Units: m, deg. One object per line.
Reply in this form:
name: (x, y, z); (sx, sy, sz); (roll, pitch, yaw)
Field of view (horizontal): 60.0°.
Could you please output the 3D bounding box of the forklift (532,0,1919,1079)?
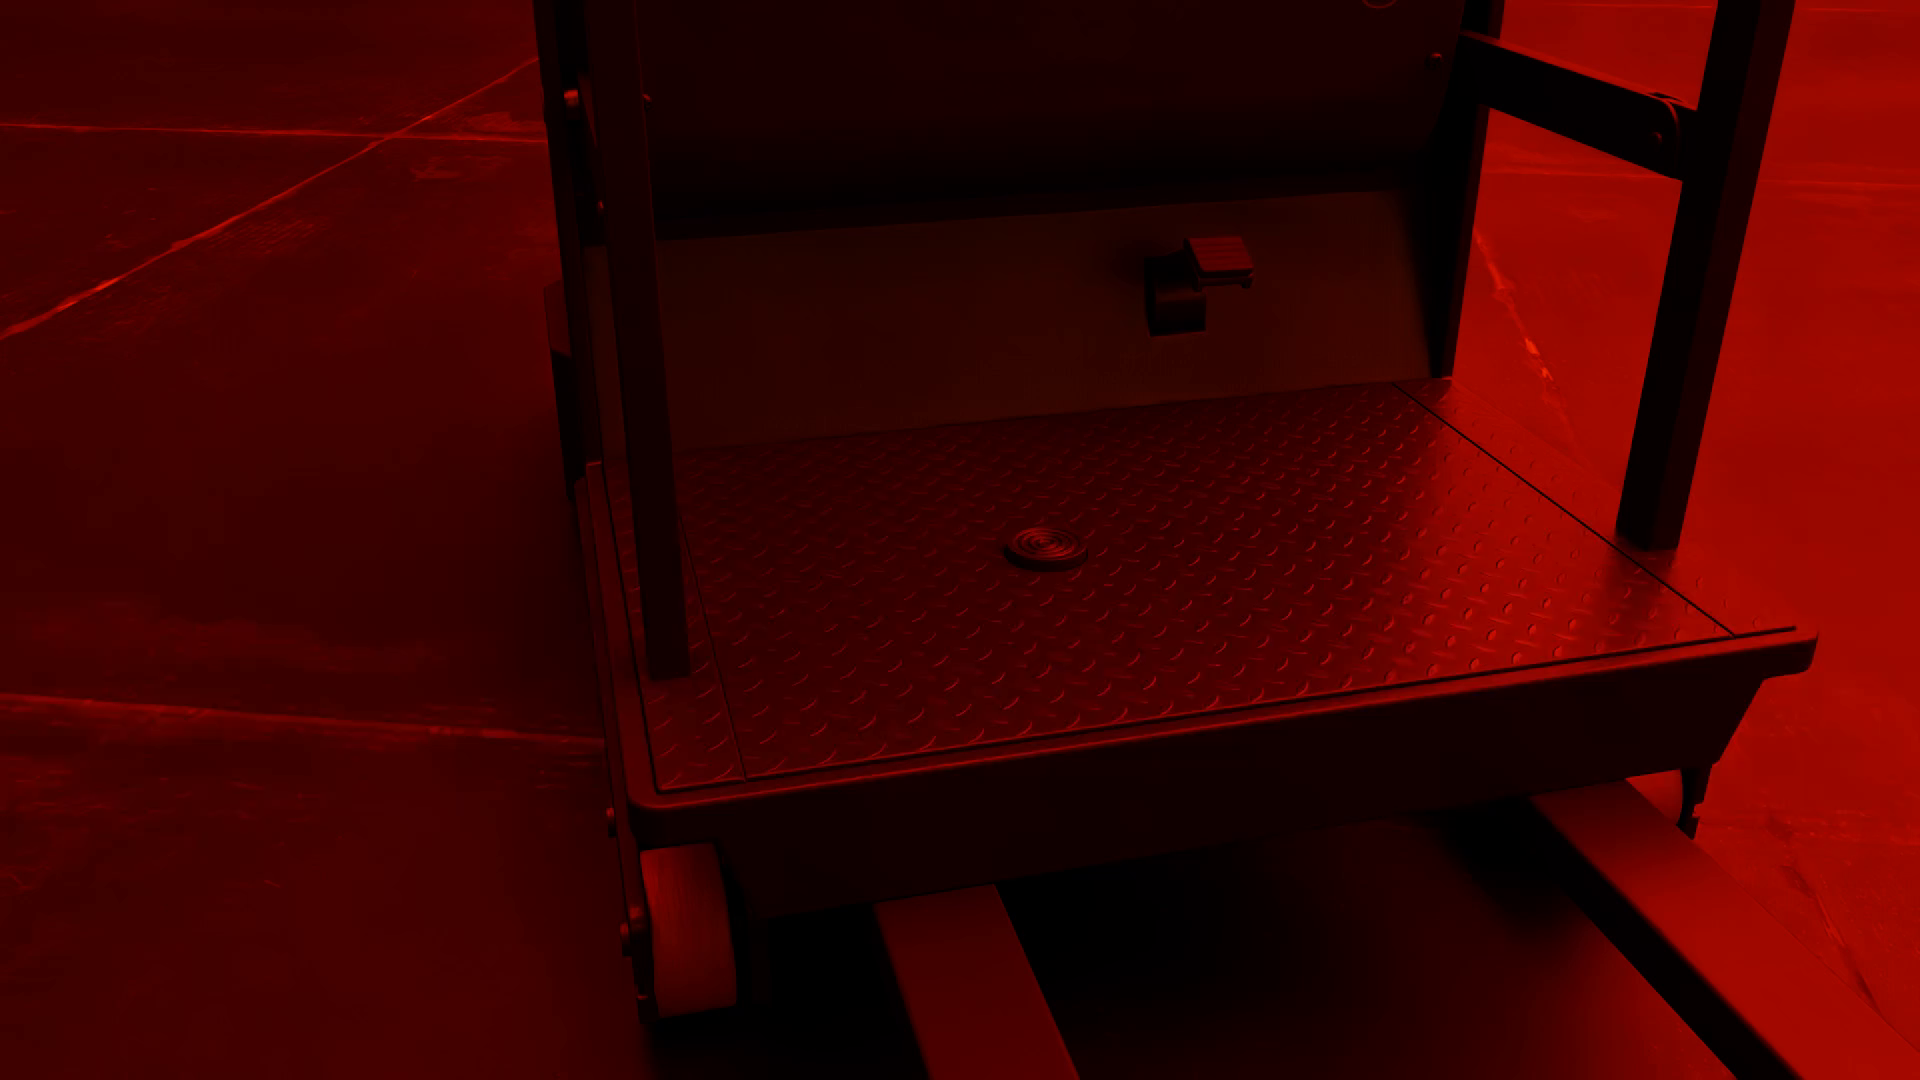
forklift: (0.153, -1.049, 1.319); (1.130, 2.935, 3.031); (-7, 27, -13)
